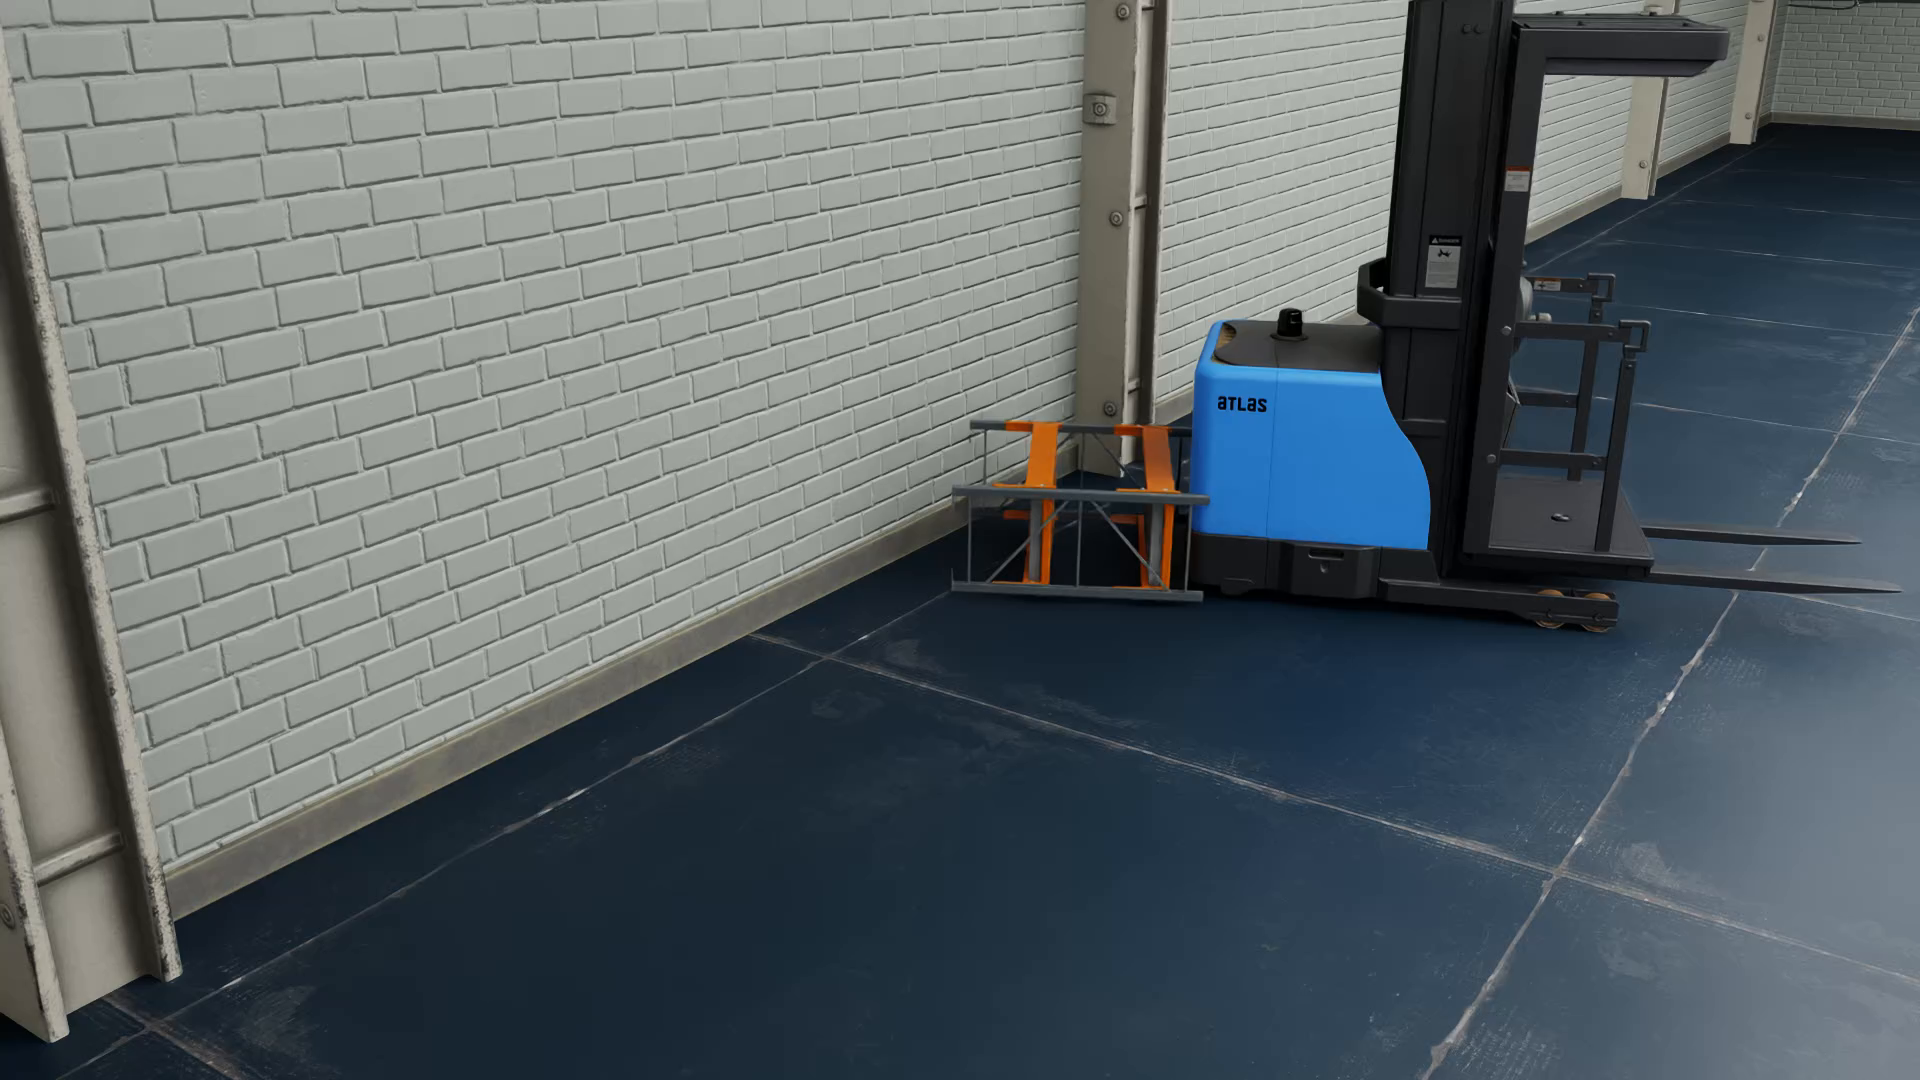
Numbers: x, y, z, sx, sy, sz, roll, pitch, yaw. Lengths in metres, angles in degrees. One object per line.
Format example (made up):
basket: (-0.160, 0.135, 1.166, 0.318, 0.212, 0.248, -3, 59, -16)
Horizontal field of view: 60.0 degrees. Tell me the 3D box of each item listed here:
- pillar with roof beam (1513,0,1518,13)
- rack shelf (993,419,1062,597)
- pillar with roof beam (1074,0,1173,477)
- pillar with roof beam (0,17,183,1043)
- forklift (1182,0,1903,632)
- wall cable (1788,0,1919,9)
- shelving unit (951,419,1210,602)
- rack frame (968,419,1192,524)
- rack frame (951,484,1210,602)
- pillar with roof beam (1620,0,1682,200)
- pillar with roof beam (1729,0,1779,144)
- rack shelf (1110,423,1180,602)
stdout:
pillar with roof beam: (7.804, -5.534, 10.255, 9.100, 9.000, 0.400, 13, 24, 32)
rack shelf: (0.323, -0.171, 7.865, 0.278, 0.538, 1.000, 2, 21, 4)
pillar with roof beam: (4.431, -3.813, 5.601, 9.100, 9.000, 0.400, 13, 24, 32)
pillar with roof beam: (1.059, -2.091, 0.947, 9.100, 9.000, 0.400, 13, 24, 32)
forklift: (2.589, -1.178, 7.225, 3.031, 2.935, 1.130, 4, 21, 12)
wall cable: (13.739, -8.948, 23.959, 3.097, 2.526, 0.112, 13, 24, 32)
shelving unit: (0.567, -0.162, 7.847, 1.125, 0.538, 1.048, 2, 21, 4)
rack frame: (0.608, -0.340, 8.321, 1.125, 0.500, 0.032, 2, 21, 4)
rack frame: (0.525, 0.017, 7.373, 1.125, 0.500, 0.032, 2, 21, 4)
pillar with roof beam: (11.177, -7.256, 14.909, 9.100, 9.000, 0.400, 13, 24, 32)
pillar with roof beam: (14.550, -8.977, 19.563, 9.100, 9.000, 0.400, 13, 24, 32)
rack shelf: (0.858, -0.150, 7.826, 0.278, 0.538, 1.000, 2, 21, 4)
